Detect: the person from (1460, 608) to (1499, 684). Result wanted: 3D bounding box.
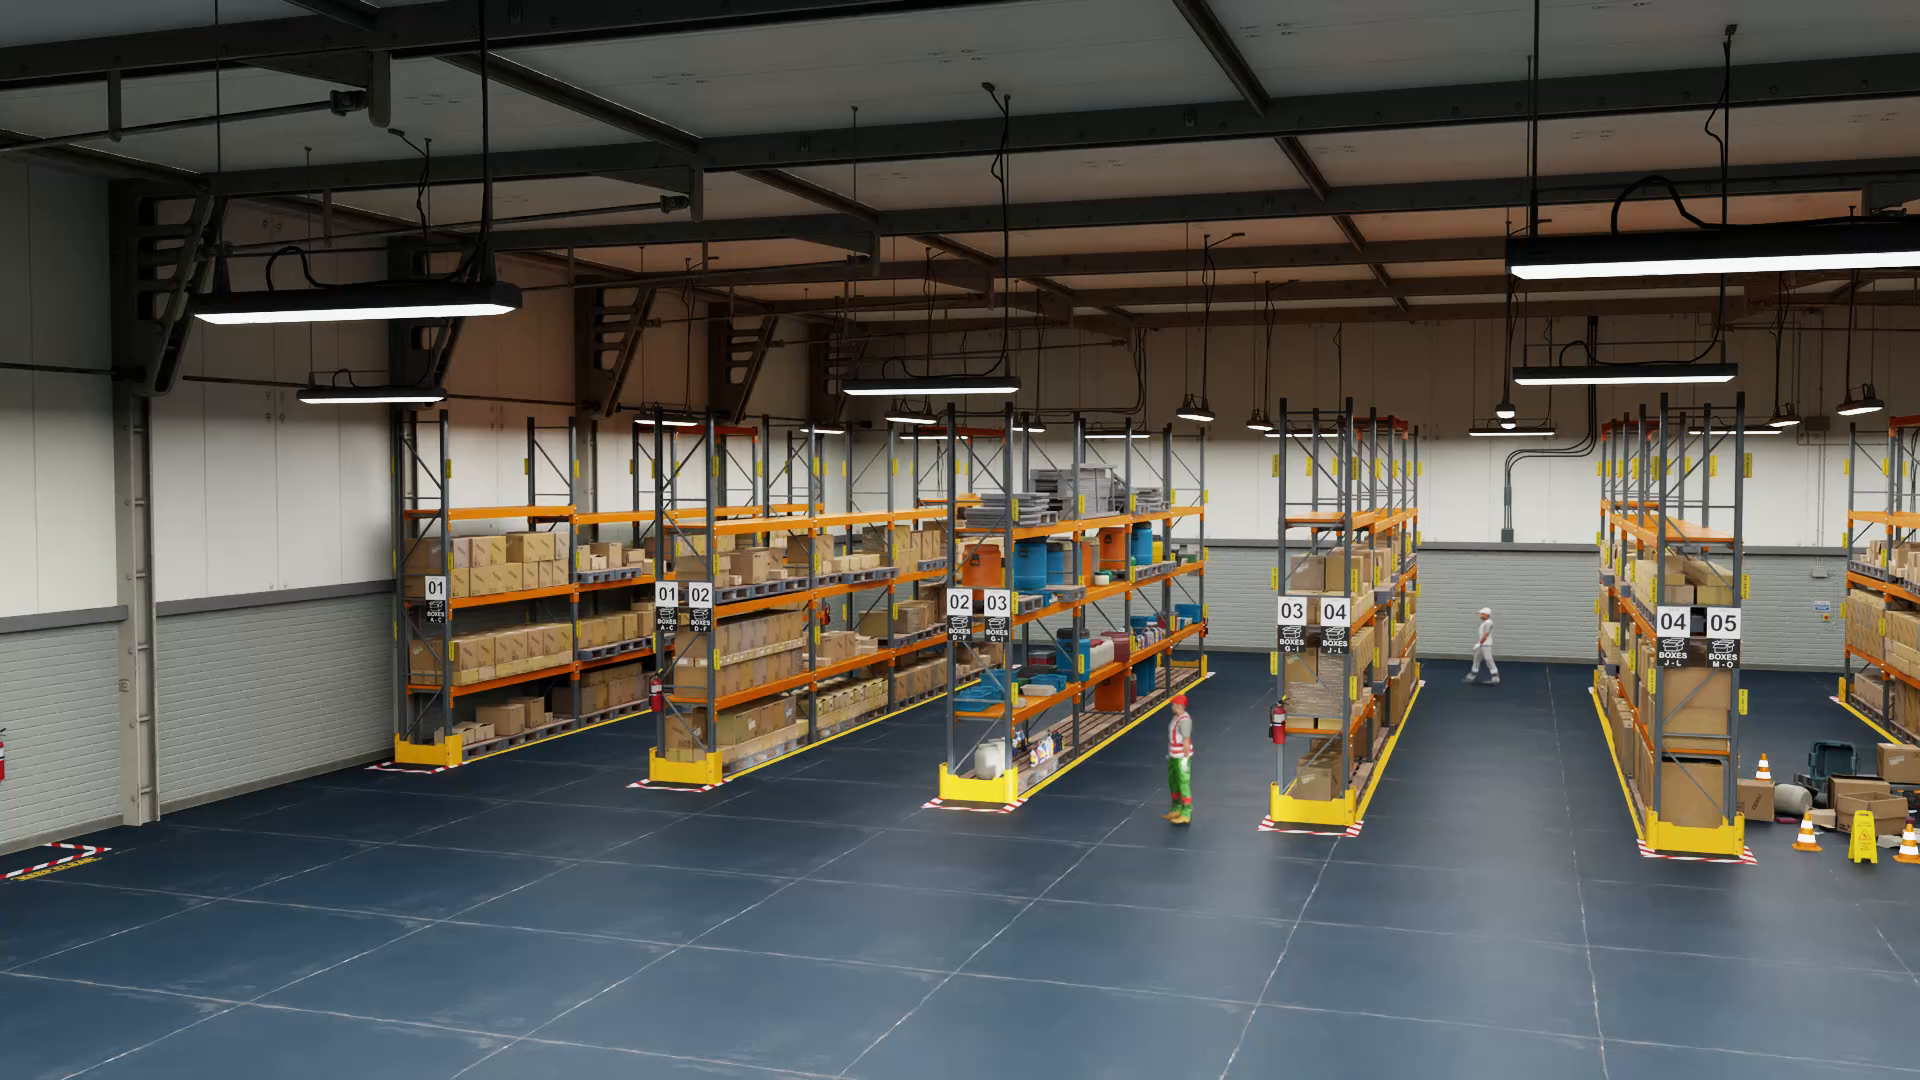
[{"bbox_3d":[12.049,2.447,38.535,0.879,1.761,0.597,1,3,19],"label":"person"}]

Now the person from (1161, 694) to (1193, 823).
[{"bbox_3d":[3.100,3.090,23.590,0.357,1.819,0.598,-1,2,-12],"label":"person"}]

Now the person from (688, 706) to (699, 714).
[{"bbox_3d":[-5.002,2.790,31.238,0.459,1.747,0.591,0,2,6],"label":"person"}]
